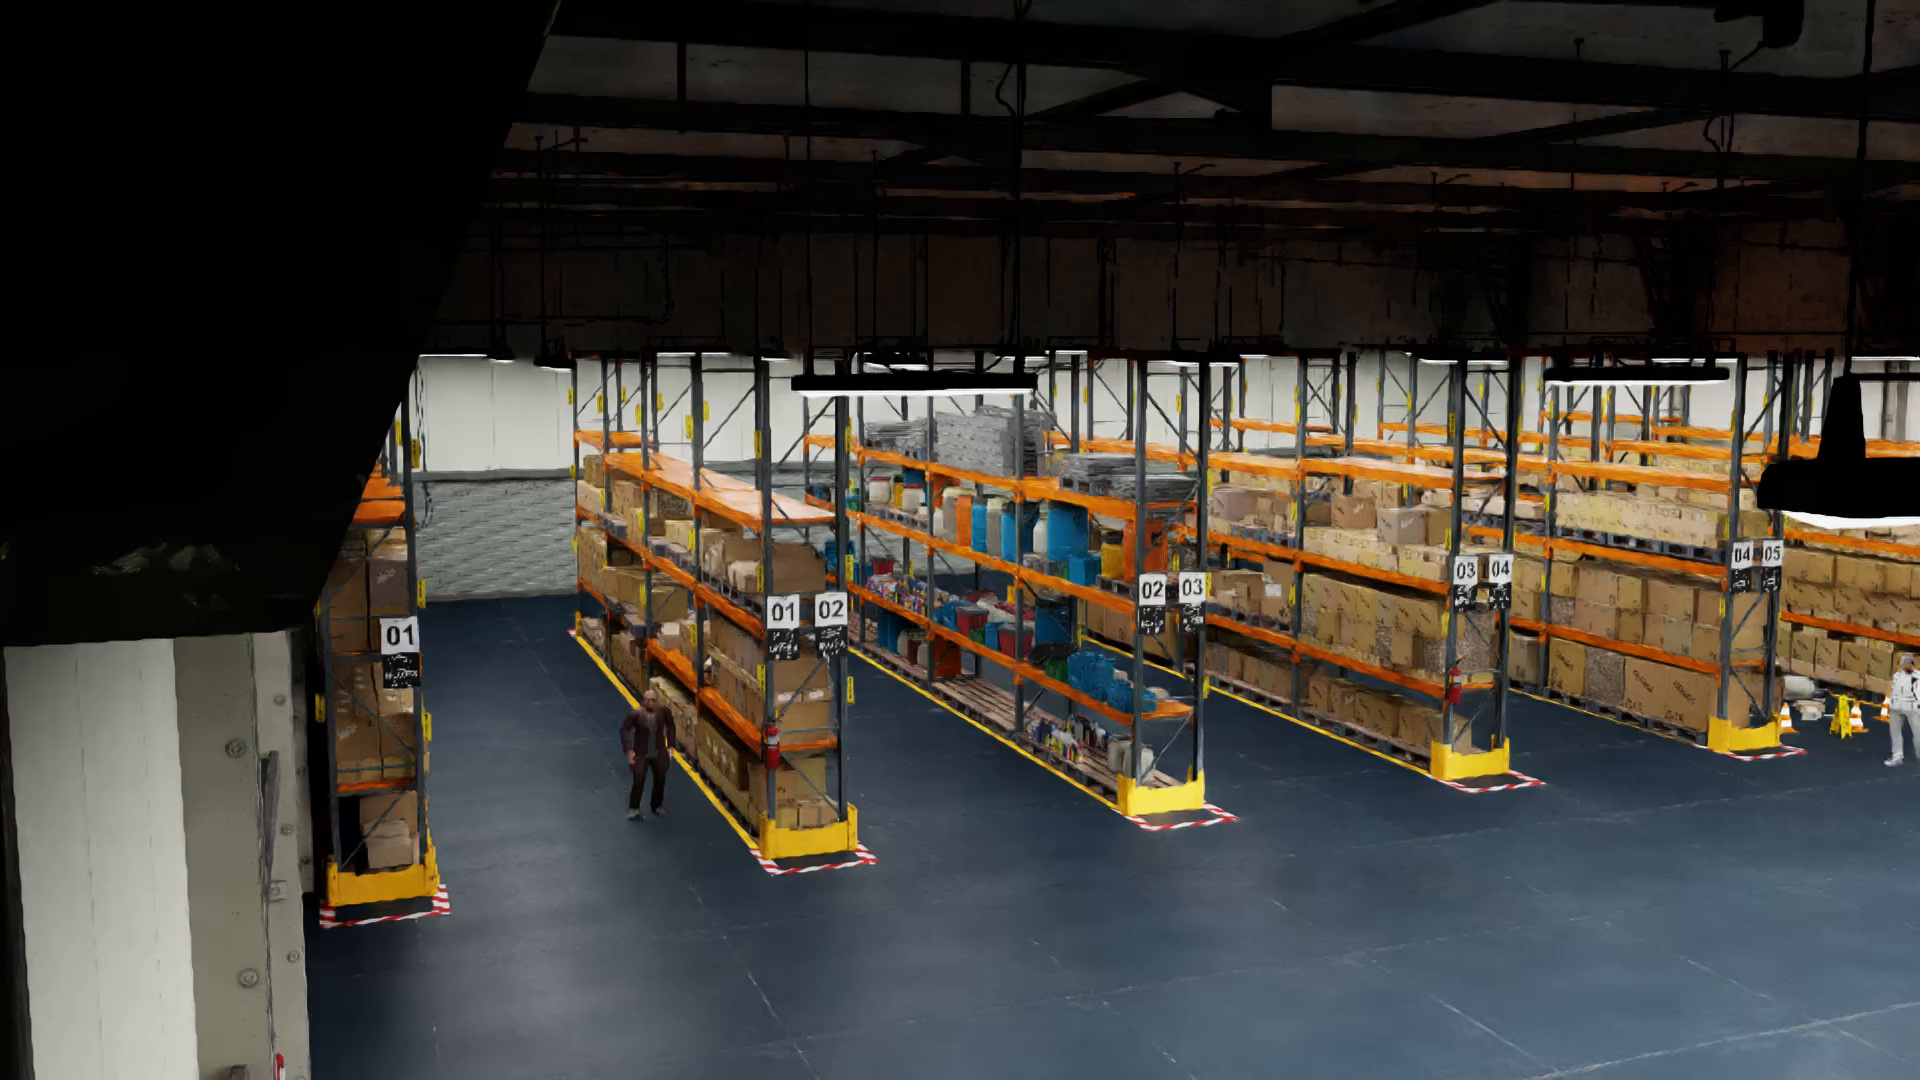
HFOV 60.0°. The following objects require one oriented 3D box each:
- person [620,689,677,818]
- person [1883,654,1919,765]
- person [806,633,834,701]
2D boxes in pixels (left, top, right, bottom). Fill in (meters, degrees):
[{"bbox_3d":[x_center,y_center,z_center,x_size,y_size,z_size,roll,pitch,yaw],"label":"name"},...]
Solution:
[{"bbox_3d":[-4.077,2.779,21.759,0.729,1.733,0.546,-3,8,-22],"label":"person"},{"bbox_3d":[13.972,2.493,24.392,0.674,1.659,0.508,7,10,44],"label":"person"},{"bbox_3d":[-2.345,2.110,26.923,0.569,1.770,0.447,7,10,43],"label":"person"}]
